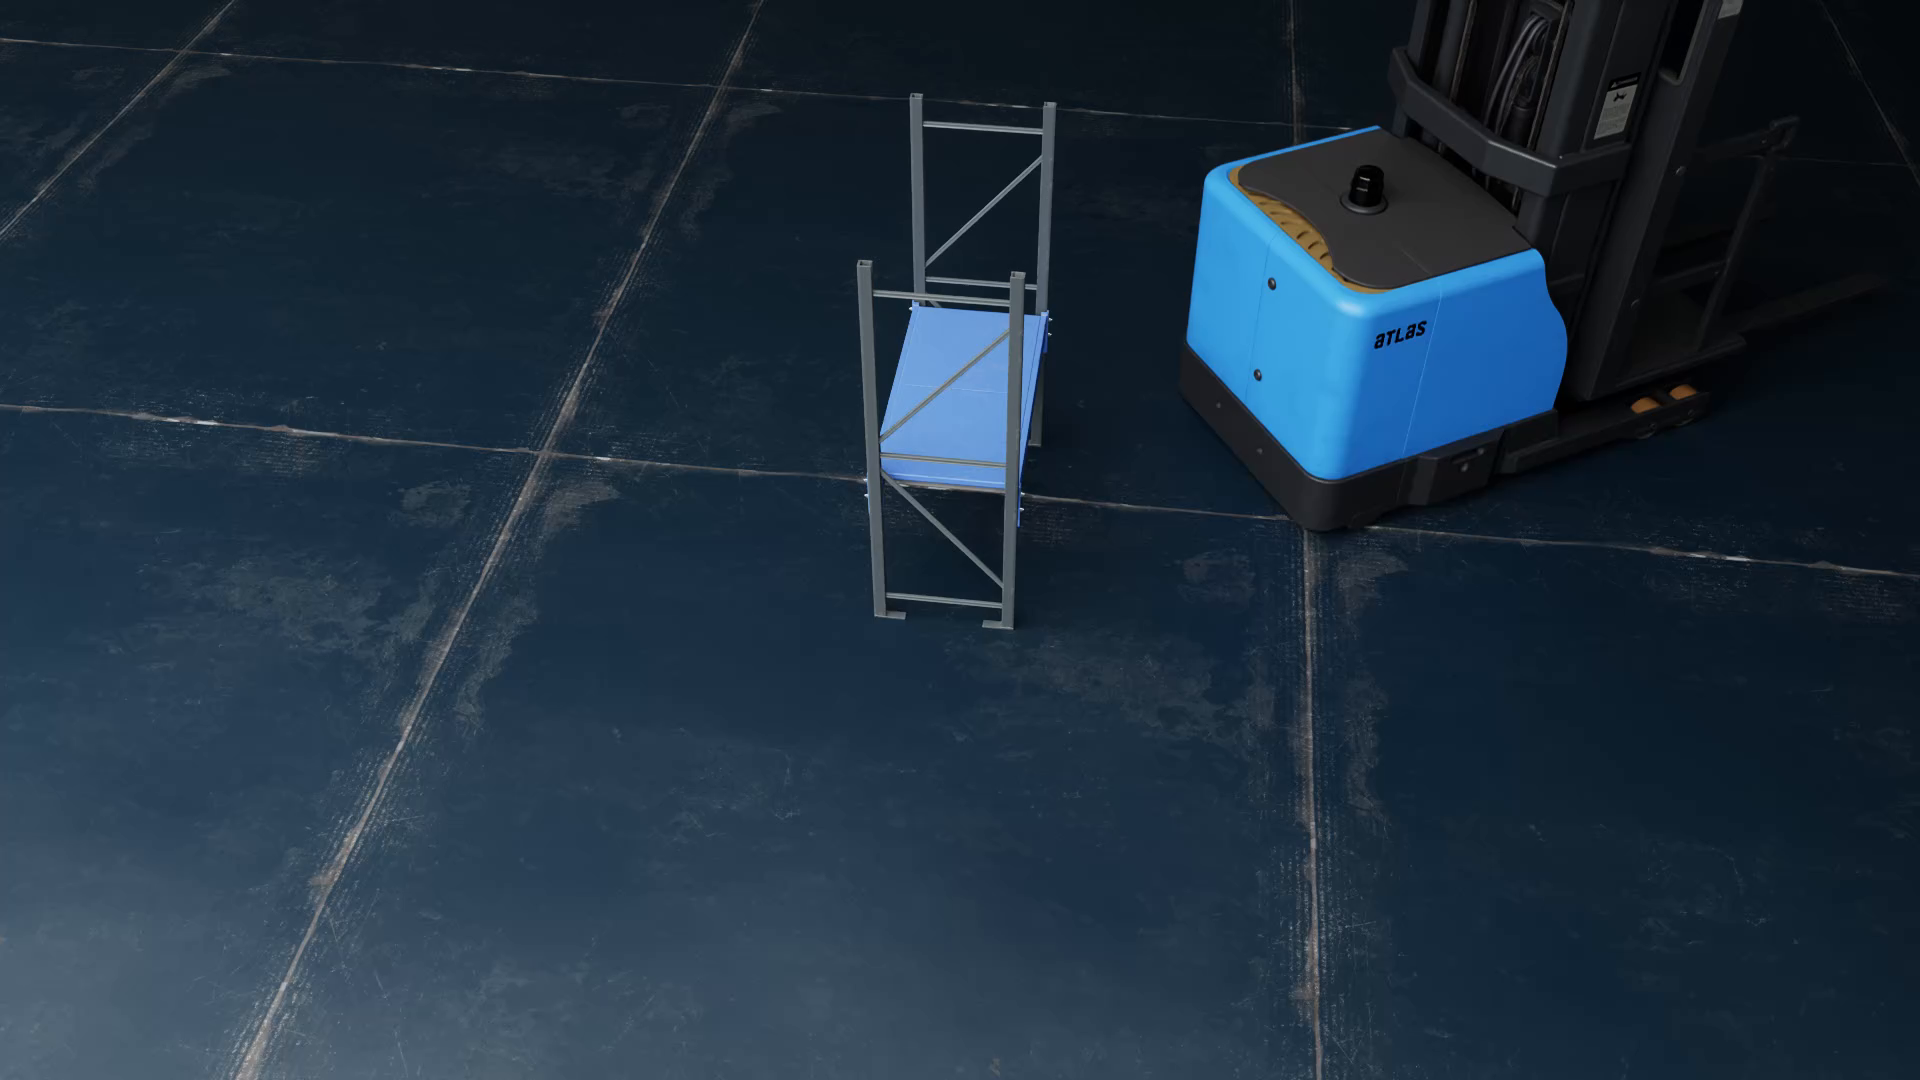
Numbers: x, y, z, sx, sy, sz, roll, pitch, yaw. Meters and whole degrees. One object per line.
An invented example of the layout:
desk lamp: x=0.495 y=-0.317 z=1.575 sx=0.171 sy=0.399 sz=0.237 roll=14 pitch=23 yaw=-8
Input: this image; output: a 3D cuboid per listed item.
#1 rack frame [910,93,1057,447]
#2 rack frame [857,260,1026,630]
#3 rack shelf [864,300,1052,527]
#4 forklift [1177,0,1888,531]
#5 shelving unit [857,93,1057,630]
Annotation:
rack frame: x=0.078 y=-0.949 z=6.162 sx=0.500 sy=1.500 sz=0.032 roll=5 pitch=44 yaw=6
rack frame: x=-0.056 y=-0.256 z=5.430 sx=0.500 sy=1.500 sz=0.032 roll=5 pitch=44 yaw=6
rack shelf: x=0.011 y=-0.472 z=5.919 sx=0.538 sy=0.185 sz=1.000 roll=5 pitch=44 yaw=6
forklift: x=2.450 y=-1.784 z=6.002 sx=3.031 sy=2.935 sz=1.130 roll=-18 pitch=46 yaw=-18
shelving unit: x=0.011 y=-0.603 z=5.796 sx=0.538 sy=1.500 sz=1.048 roll=5 pitch=44 yaw=6
